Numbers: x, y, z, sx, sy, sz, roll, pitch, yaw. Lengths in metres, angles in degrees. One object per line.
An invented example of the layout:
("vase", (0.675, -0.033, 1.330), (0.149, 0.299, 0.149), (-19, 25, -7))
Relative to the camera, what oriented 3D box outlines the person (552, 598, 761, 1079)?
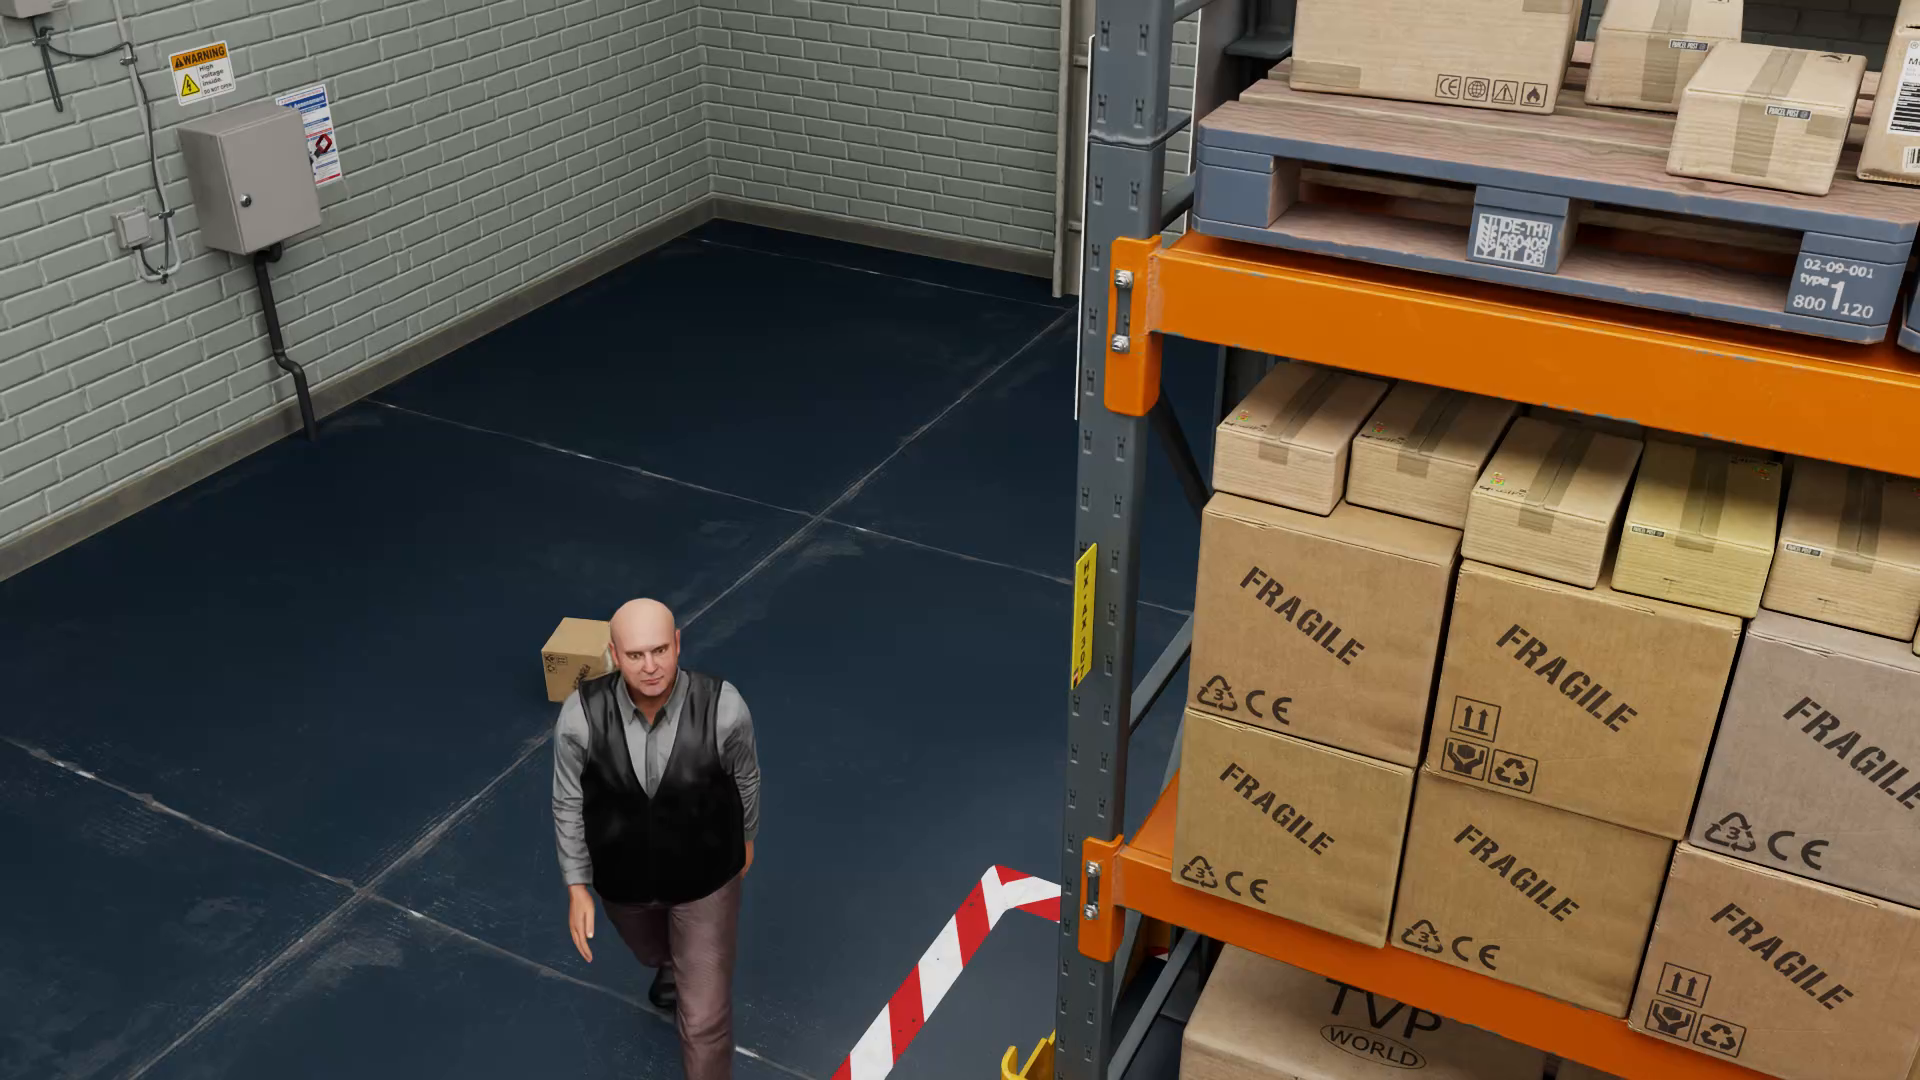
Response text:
("person", (-0.816, 0.911, 4.571), (0.540, 1.676, 1.044), (0, 30, -1))
